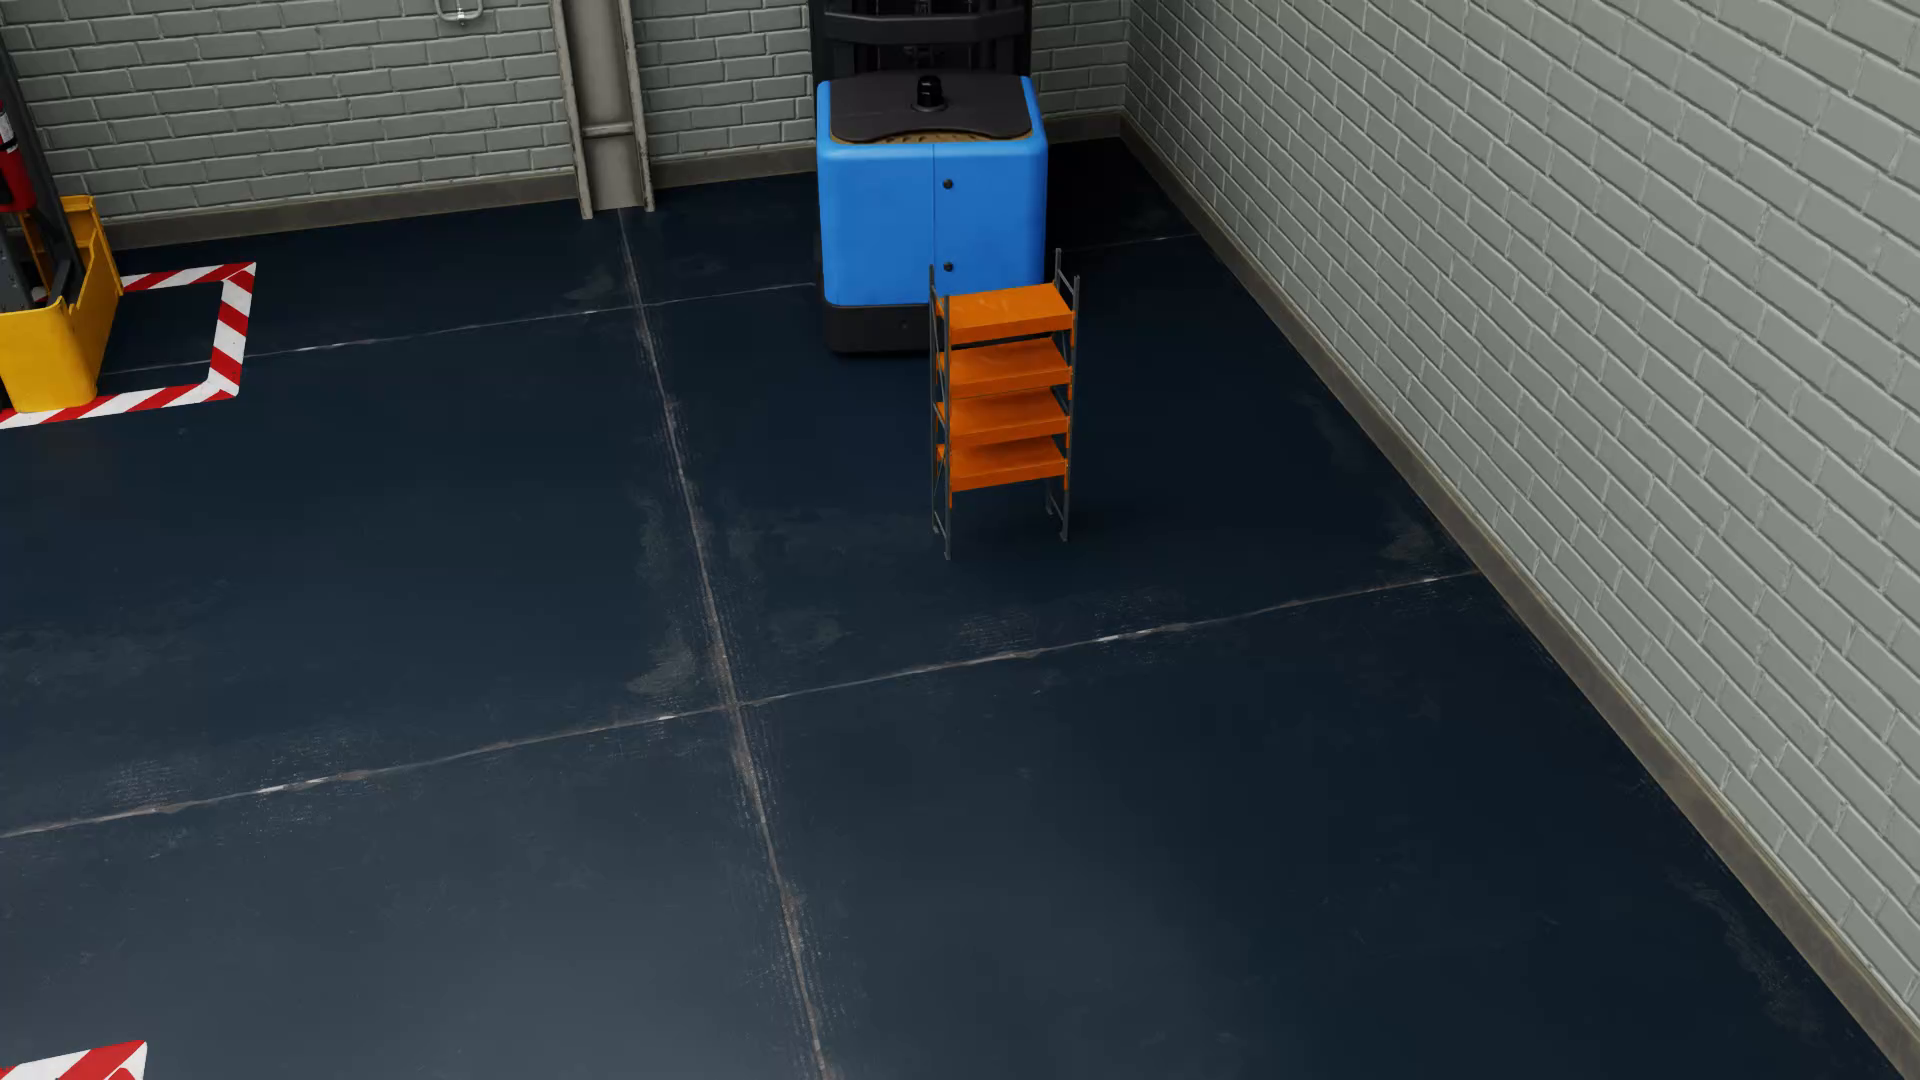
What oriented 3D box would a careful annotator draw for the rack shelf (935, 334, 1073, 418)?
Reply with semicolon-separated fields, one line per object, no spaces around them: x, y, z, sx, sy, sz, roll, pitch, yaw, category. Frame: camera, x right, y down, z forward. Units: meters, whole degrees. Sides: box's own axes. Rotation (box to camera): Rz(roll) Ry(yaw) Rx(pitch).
0.160;-0.627;6.325;0.480;0.148;0.258;-9;38;-12;rack shelf

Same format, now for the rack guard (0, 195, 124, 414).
-4.253;-1.129;7.815;0.348;0.500;1.175;-9;38;-12;rack guard

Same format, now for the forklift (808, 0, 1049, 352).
-0.209;-2.920;8.155;1.130;2.935;3.031;-2;37;-3;forklift

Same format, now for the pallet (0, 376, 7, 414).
-5.028;-0.838;7.672;1.213;0.211;1.003;-9;38;-12;pallet

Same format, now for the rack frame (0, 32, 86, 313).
-4.277;-2.118;7.050;0.127;3.000;1.000;-9;38;-12;rack frame

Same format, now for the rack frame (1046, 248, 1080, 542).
0.395;-0.541;6.470;0.015;1.200;0.240;-9;38;-12;rack frame

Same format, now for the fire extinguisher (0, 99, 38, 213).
-4.011;-1.693;6.864;0.183;0.674;0.296;-9;38;-12;fire extinguisher

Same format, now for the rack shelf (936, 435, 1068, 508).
0.160;-0.292;6.581;0.480;0.148;0.258;-9;38;-12;rack shelf

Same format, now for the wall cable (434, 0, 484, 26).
-3.287;-3.279;7.732;1.851;1.984;0.084;-9;38;-12;wall cable

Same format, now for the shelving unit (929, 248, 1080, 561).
0.160;-0.503;6.420;0.503;1.200;0.258;-9;38;-12;shelving unit

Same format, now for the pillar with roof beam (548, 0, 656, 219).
-0.773;-2.911;3.149;0.400;9.000;9.100;-9;38;-12;pillar with roof beam

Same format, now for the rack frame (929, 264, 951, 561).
-0.076;-0.464;6.369;0.015;1.200;0.240;-9;38;-12;rack frame

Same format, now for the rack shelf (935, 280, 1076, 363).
0.160;-0.815;6.181;0.480;0.148;0.258;-9;38;-12;rack shelf

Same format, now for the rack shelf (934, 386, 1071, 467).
0.160;-0.449;6.461;0.480;0.148;0.258;-9;38;-12;rack shelf
